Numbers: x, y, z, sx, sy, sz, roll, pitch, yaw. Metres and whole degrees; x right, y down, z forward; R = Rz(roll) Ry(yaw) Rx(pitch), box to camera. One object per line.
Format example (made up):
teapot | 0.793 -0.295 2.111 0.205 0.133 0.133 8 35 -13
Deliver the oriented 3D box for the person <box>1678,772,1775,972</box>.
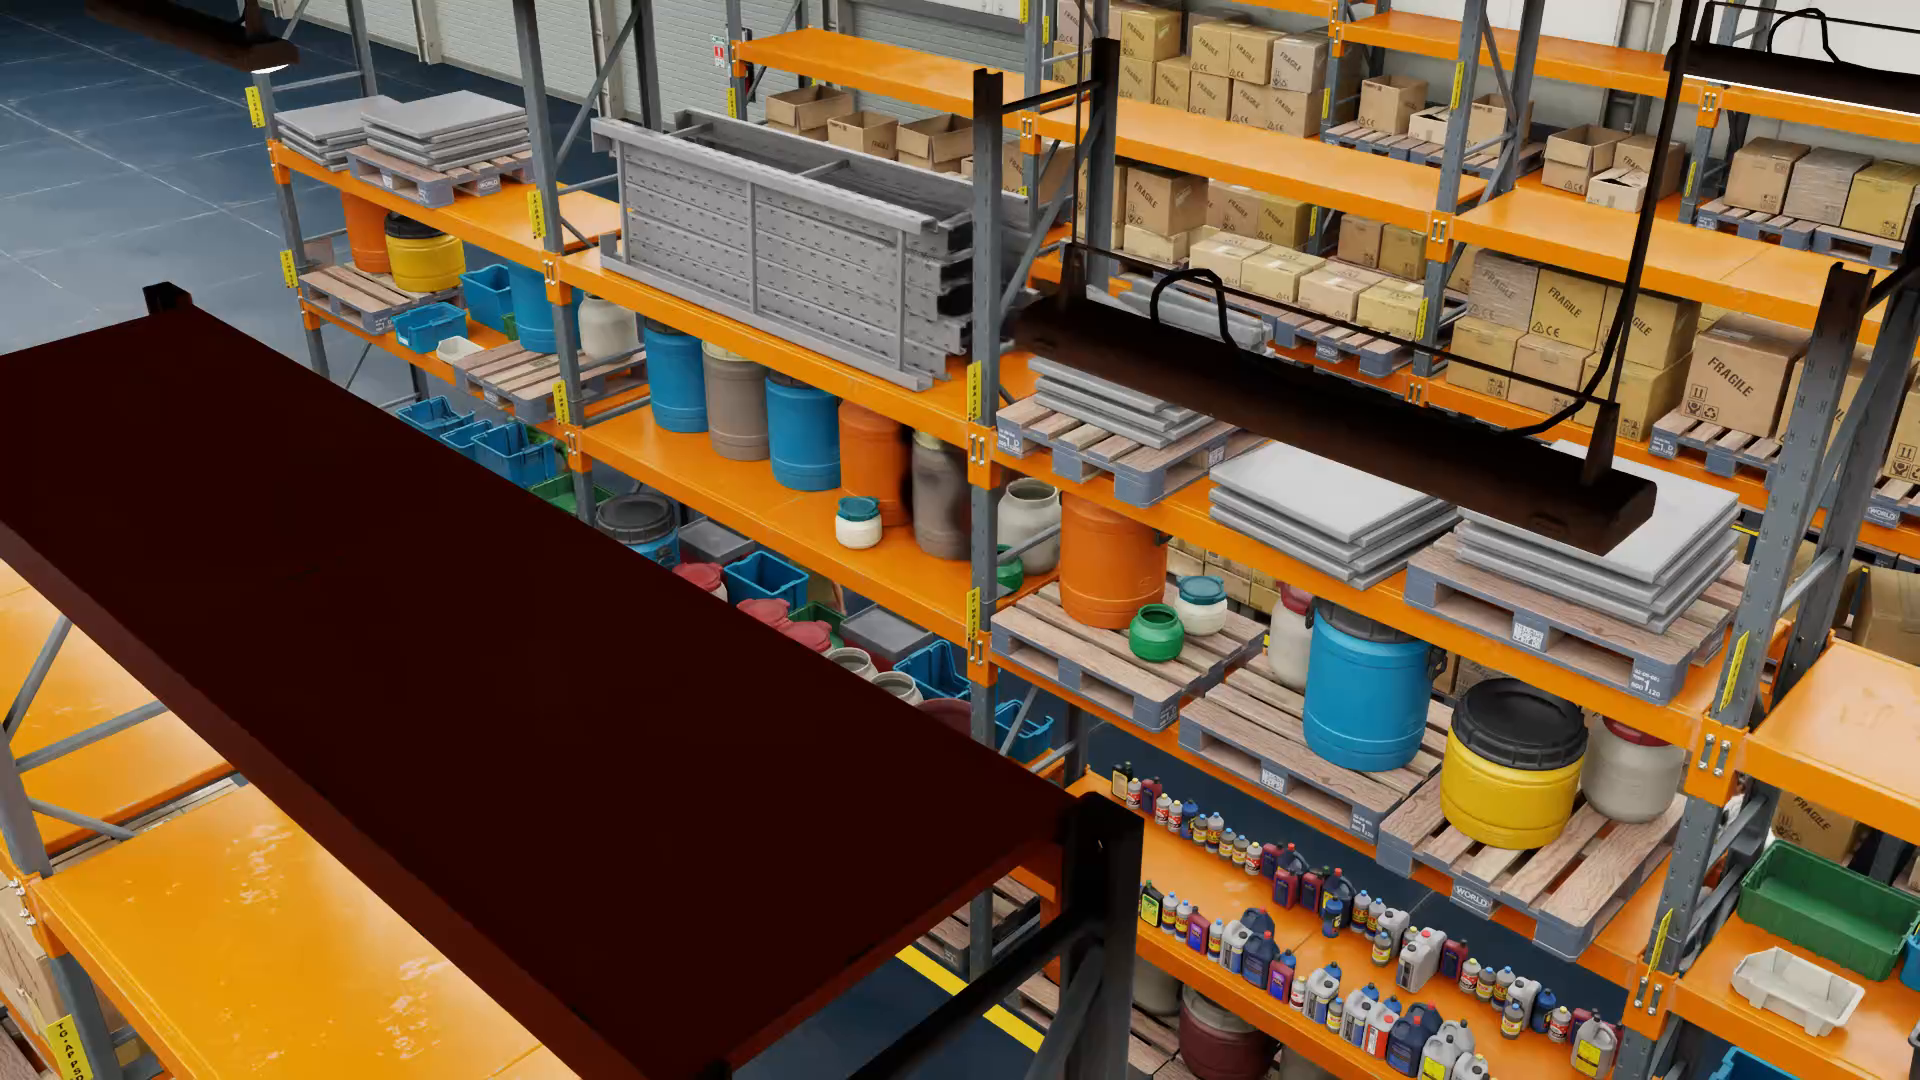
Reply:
person | 5.066 2.141 10.772 0.898 1.633 0.554 19 34 30

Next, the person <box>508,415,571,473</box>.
person | -4.340 -1.368 16.909 0.826 1.741 0.658 -8 30 -13

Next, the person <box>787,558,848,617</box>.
person | -1.104 0.534 13.598 0.673 1.657 0.612 8 30 13
